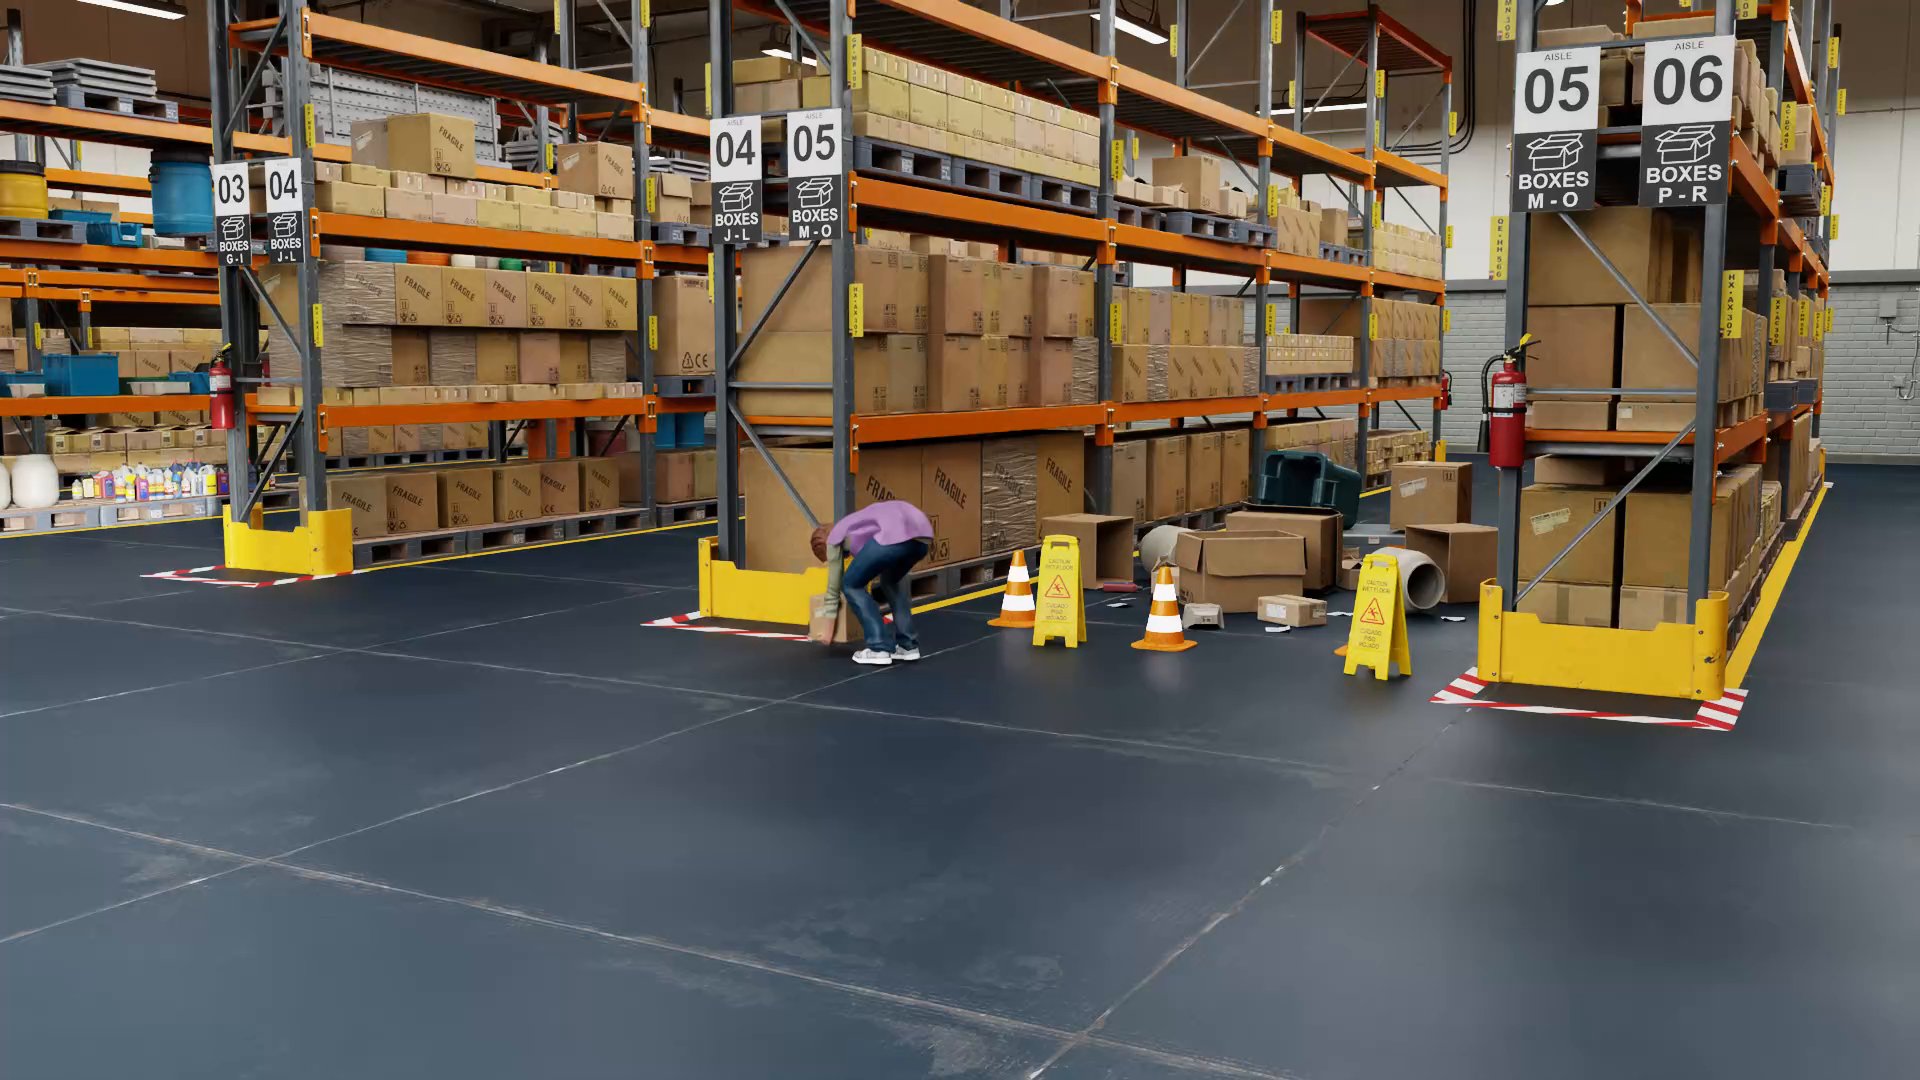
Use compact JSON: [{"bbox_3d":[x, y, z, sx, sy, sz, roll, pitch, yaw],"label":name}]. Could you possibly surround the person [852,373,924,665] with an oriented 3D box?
[{"bbox_3d":[-0.391,-0.106,9.107,0.341,1.581,0.462,6,9,44],"label":"person"}]
